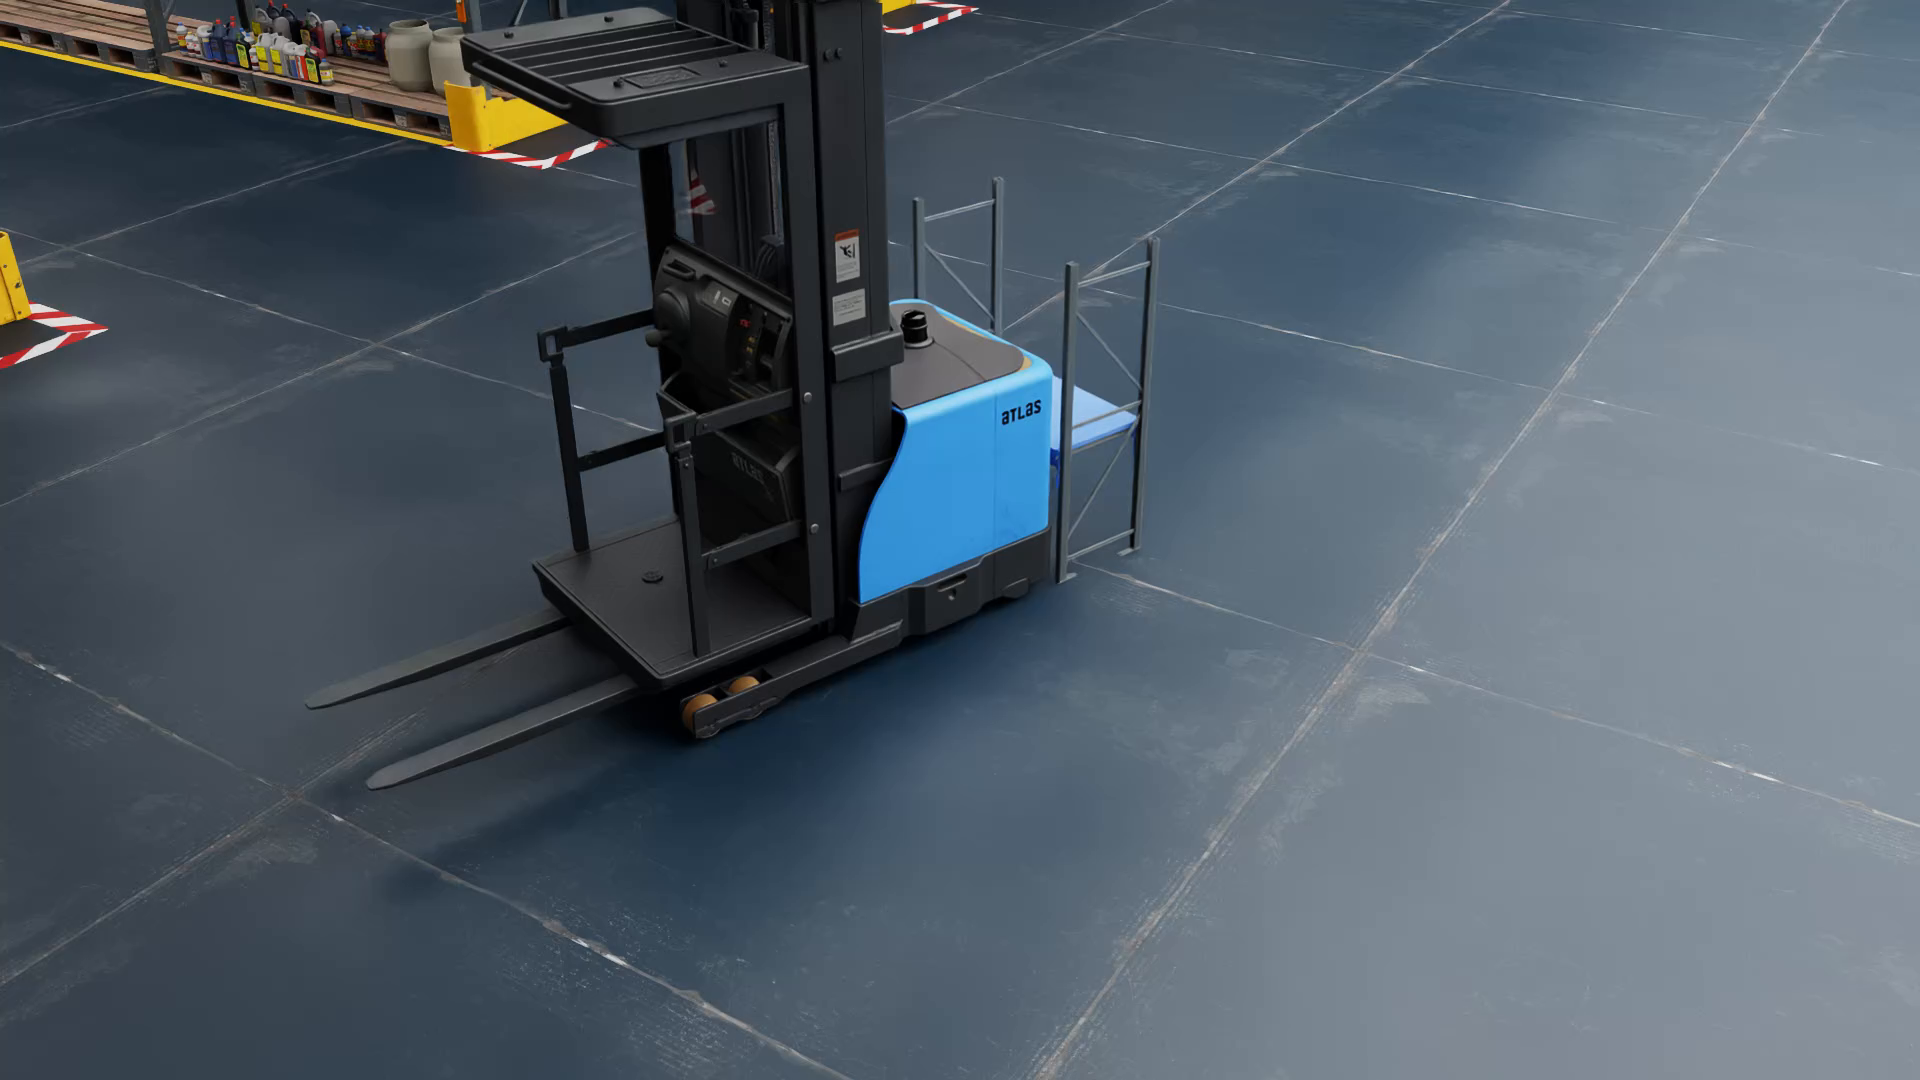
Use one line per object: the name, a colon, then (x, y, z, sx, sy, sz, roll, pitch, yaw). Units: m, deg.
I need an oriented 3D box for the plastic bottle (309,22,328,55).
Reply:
plastic bottle: (-5.629, -4.397, 14.569, 0.133, 0.283, 0.061, 18, 35, 27)

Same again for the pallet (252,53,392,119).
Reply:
pallet: (-5.259, -3.930, 14.276, 1.213, 0.211, 1.003, 18, 35, 27)

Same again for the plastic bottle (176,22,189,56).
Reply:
plastic bottle: (-6.806, -4.397, 14.582, 0.097, 0.271, 0.097, 0, 30, 0)

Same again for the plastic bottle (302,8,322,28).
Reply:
plastic bottle: (-5.708, -4.517, 14.708, 0.185, 0.351, 0.144, 17, 34, 27)

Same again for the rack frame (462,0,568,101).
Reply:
rack frame: (-3.455, -4.587, 12.635, 0.127, 3.000, 1.000, 18, 35, 27)

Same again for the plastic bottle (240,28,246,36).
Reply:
plastic bottle: (-6.193, -4.289, 14.396, 0.097, 0.271, 0.097, 0, 30, 0)

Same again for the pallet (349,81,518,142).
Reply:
pallet: (-4.230, -3.602, 13.716, 1.213, 0.211, 1.003, 18, 35, 27)

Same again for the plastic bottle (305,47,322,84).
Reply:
plastic bottle: (-5.352, -3.932, 13.772, 0.133, 0.283, 0.061, 18, 35, 29)

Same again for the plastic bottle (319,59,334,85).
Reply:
plastic bottle: (-5.244, -3.873, 13.752, 0.097, 0.201, 0.097, 0, 30, 0)

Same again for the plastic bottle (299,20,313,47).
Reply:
plastic bottle: (-5.741, -4.437, 14.638, 0.133, 0.283, 0.061, 18, 35, 27)

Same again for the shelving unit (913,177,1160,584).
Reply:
shelving unit: (0.311, -0.735, 7.522, 0.538, 1.500, 1.048, -22, 37, -33)

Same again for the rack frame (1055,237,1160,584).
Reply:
rack frame: (0.628, -0.535, 7.178, 0.500, 1.500, 0.032, -22, 37, -33)

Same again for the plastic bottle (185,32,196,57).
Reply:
plastic bottle: (-6.720, -4.340, 14.553, 0.097, 0.201, 0.097, 0, 30, 0)

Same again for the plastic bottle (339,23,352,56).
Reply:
plastic bottle: (-5.372, -4.390, 14.569, 0.097, 0.271, 0.097, 0, 30, 0)

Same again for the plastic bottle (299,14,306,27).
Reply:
plastic bottle: (-5.822, -4.548, 14.828, 0.133, 0.283, 0.061, 20, 36, 31)

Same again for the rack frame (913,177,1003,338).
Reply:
rack frame: (-0.006, -0.935, 7.865, 0.500, 1.500, 0.032, -22, 37, -33)

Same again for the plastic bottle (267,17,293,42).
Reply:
plastic bottle: (-6.039, -4.501, 14.755, 0.135, 0.276, 0.152, 18, 35, 27)

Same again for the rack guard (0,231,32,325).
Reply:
rack guard: (-6.071, -1.387, 9.632, 0.348, 0.500, 1.175, 18, 35, 27)

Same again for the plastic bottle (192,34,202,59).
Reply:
plastic bottle: (-6.634, -4.313, 14.506, 0.097, 0.201, 0.097, 0, 30, 0)

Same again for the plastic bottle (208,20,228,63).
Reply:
plastic bottle: (-6.380, -4.311, 14.355, 0.185, 0.351, 0.144, 19, 35, 29)

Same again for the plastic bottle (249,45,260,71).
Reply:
plastic bottle: (-5.993, -4.110, 14.158, 0.097, 0.201, 0.097, 0, 30, 0)

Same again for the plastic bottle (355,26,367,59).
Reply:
plastic bottle: (-5.200, -4.336, 14.476, 0.097, 0.271, 0.097, 0, 30, 0)

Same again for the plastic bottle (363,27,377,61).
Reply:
plastic bottle: (-5.115, -4.309, 14.430, 0.097, 0.271, 0.097, 0, 30, 0)

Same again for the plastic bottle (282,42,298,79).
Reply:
plastic bottle: (-5.560, -4.022, 13.933, 0.135, 0.276, 0.152, 17, 34, 26)

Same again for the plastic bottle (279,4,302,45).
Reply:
plastic bottle: (-5.982, -4.603, 14.856, 0.185, 0.351, 0.144, 16, 34, 25)

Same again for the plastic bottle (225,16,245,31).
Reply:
plastic bottle: (-6.303, -4.372, 14.460, 0.185, 0.351, 0.144, 18, 35, 27)

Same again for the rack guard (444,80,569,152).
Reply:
rack guard: (-3.544, -3.507, 13.266, 0.348, 0.500, 1.175, 18, 35, 27)

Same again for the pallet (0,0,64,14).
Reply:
pallet: (-9.595, -5.301, 16.628, 1.213, 0.211, 1.003, 18, 35, 27)

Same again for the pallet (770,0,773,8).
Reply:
pallet: (-1.555, -5.749, 17.395, 1.213, 0.211, 1.003, 18, 35, 27)

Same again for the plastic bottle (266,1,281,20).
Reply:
plastic bottle: (-6.144, -4.655, 14.944, 0.185, 0.351, 0.144, 17, 34, 26)

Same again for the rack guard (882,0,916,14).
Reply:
rack guard: (-0.886, -5.641, 16.924, 0.348, 0.500, 1.175, 18, 35, 27)

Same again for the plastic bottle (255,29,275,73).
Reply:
plastic bottle: (-5.860, -4.146, 14.073, 0.185, 0.351, 0.144, 17, 34, 27)

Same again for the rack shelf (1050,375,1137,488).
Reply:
rack shelf: (0.311, -0.580, 7.612, 0.538, 0.185, 1.000, -22, 37, -33)

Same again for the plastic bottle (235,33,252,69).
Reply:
plastic bottle: (-6.102, -4.169, 14.179, 0.133, 0.283, 0.061, 19, 35, 29)

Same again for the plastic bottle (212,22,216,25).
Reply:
plastic bottle: (-6.462, -4.373, 14.529, 0.133, 0.283, 0.061, 18, 35, 27)

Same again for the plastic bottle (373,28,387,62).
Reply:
plastic bottle: (-5.007, -4.291, 14.387, 0.133, 0.283, 0.061, 18, 35, 28)

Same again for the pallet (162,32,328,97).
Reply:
pallet: (-6.296, -4.256, 14.836, 1.213, 0.211, 1.003, 18, 35, 27)

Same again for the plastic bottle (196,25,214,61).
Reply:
plastic bottle: (-6.518, -4.324, 14.452, 0.135, 0.276, 0.152, 19, 35, 29)

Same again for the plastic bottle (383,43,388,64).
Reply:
plastic bottle: (-4.913, -4.214, 14.338, 0.097, 0.201, 0.097, 0, 30, 0)

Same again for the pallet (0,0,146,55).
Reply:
pallet: (-8.566, -4.974, 16.067, 1.213, 0.211, 1.003, 18, 35, 27)

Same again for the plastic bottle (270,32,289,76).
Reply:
plastic bottle: (-5.702, -4.096, 13.987, 0.185, 0.351, 0.144, 19, 35, 29)

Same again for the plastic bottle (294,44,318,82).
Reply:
plastic bottle: (-5.442, -3.984, 13.869, 0.135, 0.276, 0.152, 18, 35, 28)

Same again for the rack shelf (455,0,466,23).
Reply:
rack shelf: (-5.149, -4.812, 13.735, 4.000, 0.370, 1.077, 18, 35, 27)

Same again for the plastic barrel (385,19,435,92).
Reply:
plastic barrel: (-4.478, -3.971, 13.633, 0.421, 0.512, 0.421, 0, 30, 0)

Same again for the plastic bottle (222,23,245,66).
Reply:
plastic bottle: (-6.220, -4.260, 14.268, 0.185, 0.351, 0.144, 16, 34, 25)

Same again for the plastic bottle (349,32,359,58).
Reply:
plastic bottle: (-5.284, -4.332, 14.539, 0.097, 0.201, 0.097, 0, 30, 0)

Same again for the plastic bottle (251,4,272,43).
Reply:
plastic bottle: (-6.221, -4.593, 14.838, 0.185, 0.351, 0.144, 18, 35, 27)

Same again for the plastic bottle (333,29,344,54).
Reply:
plastic bottle: (-5.458, -4.387, 14.633, 0.097, 0.201, 0.097, 0, 30, 0)

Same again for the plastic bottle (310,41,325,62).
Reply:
plastic bottle: (-5.386, -4.033, 13.946, 0.133, 0.283, 0.061, 18, 35, 27)

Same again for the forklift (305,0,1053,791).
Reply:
forklift: (-1.073, -0.801, 6.215, 3.031, 2.935, 1.130, -22, 37, -32)

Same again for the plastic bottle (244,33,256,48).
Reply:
plastic bottle: (-6.075, -4.202, 14.248, 0.097, 0.271, 0.097, 0, 30, 0)

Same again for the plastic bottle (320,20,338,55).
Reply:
plastic bottle: (-5.573, -4.439, 14.649, 0.135, 0.276, 0.152, 18, 35, 28)

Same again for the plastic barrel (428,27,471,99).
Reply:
plastic barrel: (-4.053, -3.837, 13.403, 0.421, 0.512, 0.421, 0, 30, 0)

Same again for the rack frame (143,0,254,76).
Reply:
rack frame: (-6.843, -5.658, 14.472, 0.127, 3.000, 1.000, 18, 35, 27)

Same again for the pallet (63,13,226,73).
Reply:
pallet: (-7.529, -4.648, 15.507, 1.213, 0.211, 1.003, 18, 35, 27)

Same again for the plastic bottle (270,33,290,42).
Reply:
plastic bottle: (-5.802, -4.184, 14.211, 0.135, 0.276, 0.152, 18, 35, 27)
